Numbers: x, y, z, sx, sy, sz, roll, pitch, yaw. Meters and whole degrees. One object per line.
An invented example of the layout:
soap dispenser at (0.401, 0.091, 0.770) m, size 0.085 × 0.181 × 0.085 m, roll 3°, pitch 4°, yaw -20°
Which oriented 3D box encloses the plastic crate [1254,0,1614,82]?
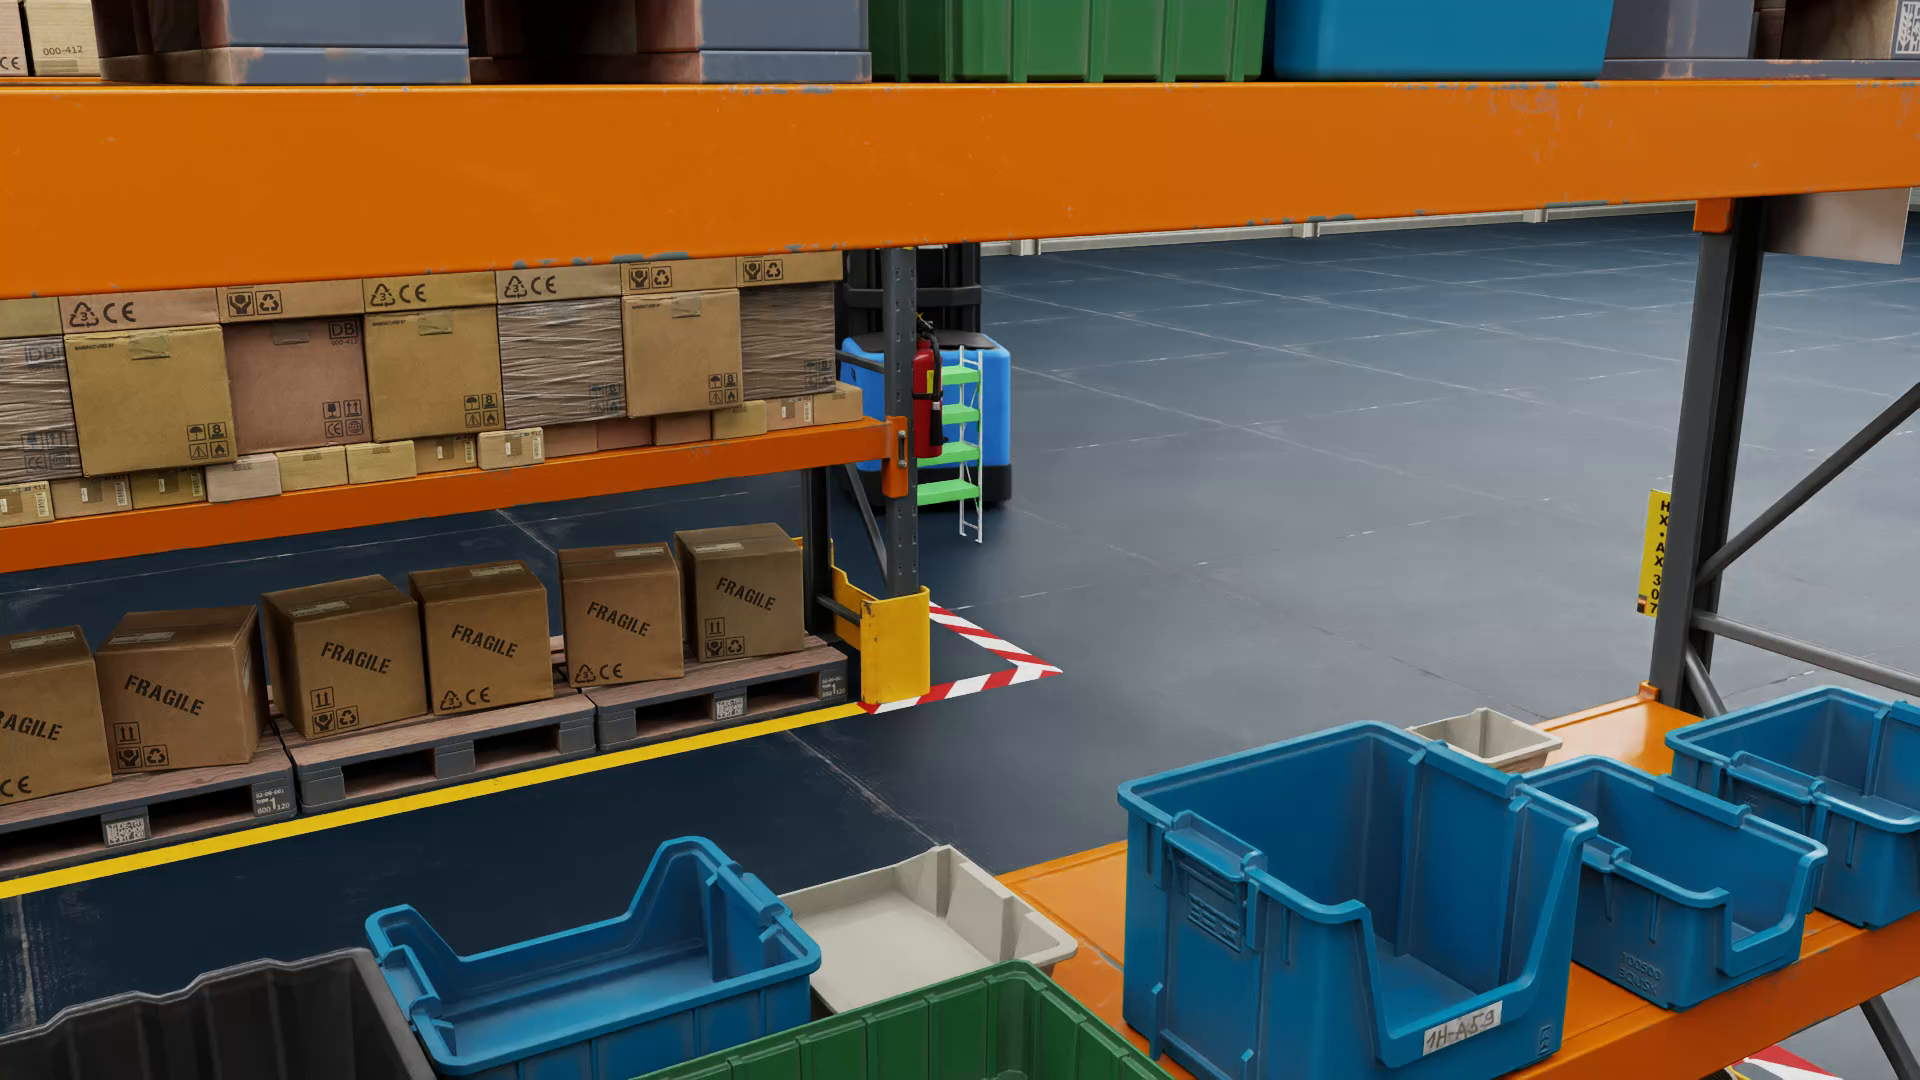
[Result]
plastic crate at (0.570, -0.801, 2.182) m, size 0.575 × 0.384 × 0.392 m, roll -9°, pitch 18°, yaw -30°

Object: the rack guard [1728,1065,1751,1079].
rack guard at (2.009, 1.526, 4.040) m, size 0.348 × 0.500 × 1.175 m, roll -9°, pitch 18°, yaw -30°

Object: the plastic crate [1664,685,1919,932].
plastic crate at (1.775, 0.511, 3.304) m, size 0.616 × 0.251 × 0.499 m, roll -9°, pitch 18°, yaw -30°

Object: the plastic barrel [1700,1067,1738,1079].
plastic barrel at (1.525, 1.406, 3.669) m, size 0.421 × 0.512 × 0.421 m, roll 0°, pitch 16°, yaw 0°

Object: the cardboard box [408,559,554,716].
cardboard box at (-2.086, 0.413, 7.232) m, size 0.500 × 0.500 × 0.500 m, roll -7°, pitch 17°, yaw -25°

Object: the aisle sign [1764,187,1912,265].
aisle sign at (1.960, -1.029, 3.705) m, size 0.004 × 0.787 × 0.394 m, roll -9°, pitch 18°, yaw -30°

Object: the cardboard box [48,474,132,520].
cardboard box at (-3.170, -0.201, 6.036) m, size 0.250 × 0.149 × 0.380 m, roll -9°, pitch 18°, yaw -30°

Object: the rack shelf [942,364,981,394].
rack shelf at (-0.142, -0.955, 10.053) m, size 0.480 × 0.148 × 0.258 m, roll -9°, pitch 18°, yaw -30°

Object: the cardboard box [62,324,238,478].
cardboard box at (-3.066, -0.590, 6.221) m, size 0.500 × 0.500 × 0.875 m, roll -9°, pitch 18°, yaw -30°

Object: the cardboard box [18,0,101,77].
cardboard box at (-2.961, -1.739, 5.777) m, size 0.500 × 0.250 × 0.500 m, roll -9°, pitch 18°, yaw -30°

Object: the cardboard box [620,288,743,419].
cardboard box at (-1.354, -0.869, 7.216) m, size 0.500 × 0.500 × 0.875 m, roll -9°, pitch 18°, yaw -30°

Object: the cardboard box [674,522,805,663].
cardboard box at (-1.045, 0.239, 7.852) m, size 0.500 × 0.500 × 0.500 m, roll -6°, pitch 17°, yaw -19°

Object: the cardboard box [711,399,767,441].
cardboard box at (-1.042, -0.555, 7.299) m, size 0.250 × 0.149 × 0.380 m, roll -9°, pitch 18°, yaw -30°

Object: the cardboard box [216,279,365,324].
cardboard box at (-2.557, -1.105, 6.205) m, size 0.500 × 0.500 × 0.500 m, roll -9°, pitch 18°, yaw -30°

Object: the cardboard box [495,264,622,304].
cardboard box at (-1.701, -1.244, 6.703) m, size 0.500 × 0.500 × 0.500 m, roll -9°, pitch 18°, yaw -30°

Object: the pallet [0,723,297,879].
pallet at (-3.372, 0.952, 6.622) m, size 1.213 × 0.211 × 1.003 m, roll -9°, pitch 18°, yaw -30°

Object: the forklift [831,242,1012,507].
forklift at (-0.442, -1.981, 12.046) m, size 1.130 × 2.935 × 3.031 m, roll -3°, pitch 16°, yaw -11°

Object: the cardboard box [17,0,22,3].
cardboard box at (-3.354, -2.036, 6.097) m, size 0.250 × 0.149 × 0.380 m, roll -10°, pitch 19°, yaw -32°

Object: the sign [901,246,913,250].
sign at (-0.233, -1.423, 7.200) m, size 0.005 × 0.325 × 0.100 m, roll -9°, pitch 18°, yaw -30°

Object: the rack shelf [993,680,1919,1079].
rack shelf at (0.335, 0.925, 2.884) m, size 4.000 × 0.370 × 1.077 m, roll -9°, pitch 18°, yaw -30°

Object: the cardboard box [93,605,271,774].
cardboard box at (-3.079, 0.585, 6.620) m, size 0.500 × 0.500 × 0.500 m, roll -3°, pitch 16°, yaw -12°

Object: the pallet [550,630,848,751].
pallet at (-1.281, 0.613, 7.832) m, size 1.213 × 0.211 × 1.003 m, roll -9°, pitch 18°, yaw -30°

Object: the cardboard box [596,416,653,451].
cardboard box at (-1.499, -0.499, 7.098) m, size 0.250 × 0.149 × 0.380 m, roll -9°, pitch 18°, yaw -30°

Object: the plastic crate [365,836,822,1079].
plastic crate at (-0.570, 0.712, 2.588) m, size 0.616 × 0.251 × 0.499 m, roll -9°, pitch 18°, yaw -30°

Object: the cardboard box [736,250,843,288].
cardboard box at (-0.845, -1.384, 7.202) m, size 0.500 × 0.500 × 0.500 m, roll -9°, pitch 18°, yaw -30°

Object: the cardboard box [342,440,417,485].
cardboard box at (-2.312, -0.340, 6.530) m, size 0.250 × 0.149 × 0.380 m, roll -9°, pitch 18°, yaw -30°

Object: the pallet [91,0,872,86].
pallet at (-0.811, -0.619, 1.854) m, size 1.003 × 0.211 × 1.213 m, roll -9°, pitch 18°, yaw -30°

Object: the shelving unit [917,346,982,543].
shelving unit at (-0.142, -0.555, 10.166) m, size 0.503 × 1.200 × 0.258 m, roll -9°, pitch 18°, yaw -30°

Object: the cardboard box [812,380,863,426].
cardboard box at (-0.639, -0.637, 7.589) m, size 0.250 × 0.149 × 0.380 m, roll -9°, pitch 18°, yaw -30°

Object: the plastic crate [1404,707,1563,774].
plastic crate at (1.117, 0.478, 3.636) m, size 0.250 × 0.136 × 0.298 m, roll -9°, pitch 18°, yaw -30°

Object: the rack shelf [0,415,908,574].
rack shelf at (-2.216, -0.221, 6.972) m, size 4.000 × 0.370 × 1.077 m, roll -9°, pitch 18°, yaw -30°

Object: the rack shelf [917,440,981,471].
rack shelf at (-0.142, -0.493, 10.183) m, size 0.480 × 0.148 × 0.258 m, roll -9°, pitch 18°, yaw -30°

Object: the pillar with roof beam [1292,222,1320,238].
pillar with roof beam at (8.421, -8.792, 25.103) m, size 0.400 × 9.000 × 9.100 m, roll -9°, pitch 18°, yaw -30°

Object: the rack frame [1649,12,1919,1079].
rack frame at (2.048, 0.300, 3.782) m, size 0.053 × 2.616 × 0.949 m, roll -9°, pitch 18°, yaw -30°

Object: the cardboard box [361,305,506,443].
cardboard box at (-2.239, -0.743, 6.766) m, size 0.500 × 0.500 × 0.875 m, roll -9°, pitch 18°, yaw -30°

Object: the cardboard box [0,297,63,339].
cardboard box at (-3.413, -0.966, 5.708) m, size 0.500 × 0.500 × 0.500 m, roll -9°, pitch 18°, yaw -30°

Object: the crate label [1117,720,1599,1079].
crate label at (0.611, 0.602, 2.638) m, size 0.616 × 0.435 × 0.502 m, roll -9°, pitch 18°, yaw -30°

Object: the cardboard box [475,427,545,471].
cardboard box at (-1.871, -0.404, 6.759) m, size 0.250 × 0.149 × 0.380 m, roll -9°, pitch 18°, yaw -30°

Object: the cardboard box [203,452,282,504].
cardboard box at (-2.725, -0.263, 6.257) m, size 0.250 × 0.149 × 0.380 m, roll -9°, pitch 18°, yaw -30°
